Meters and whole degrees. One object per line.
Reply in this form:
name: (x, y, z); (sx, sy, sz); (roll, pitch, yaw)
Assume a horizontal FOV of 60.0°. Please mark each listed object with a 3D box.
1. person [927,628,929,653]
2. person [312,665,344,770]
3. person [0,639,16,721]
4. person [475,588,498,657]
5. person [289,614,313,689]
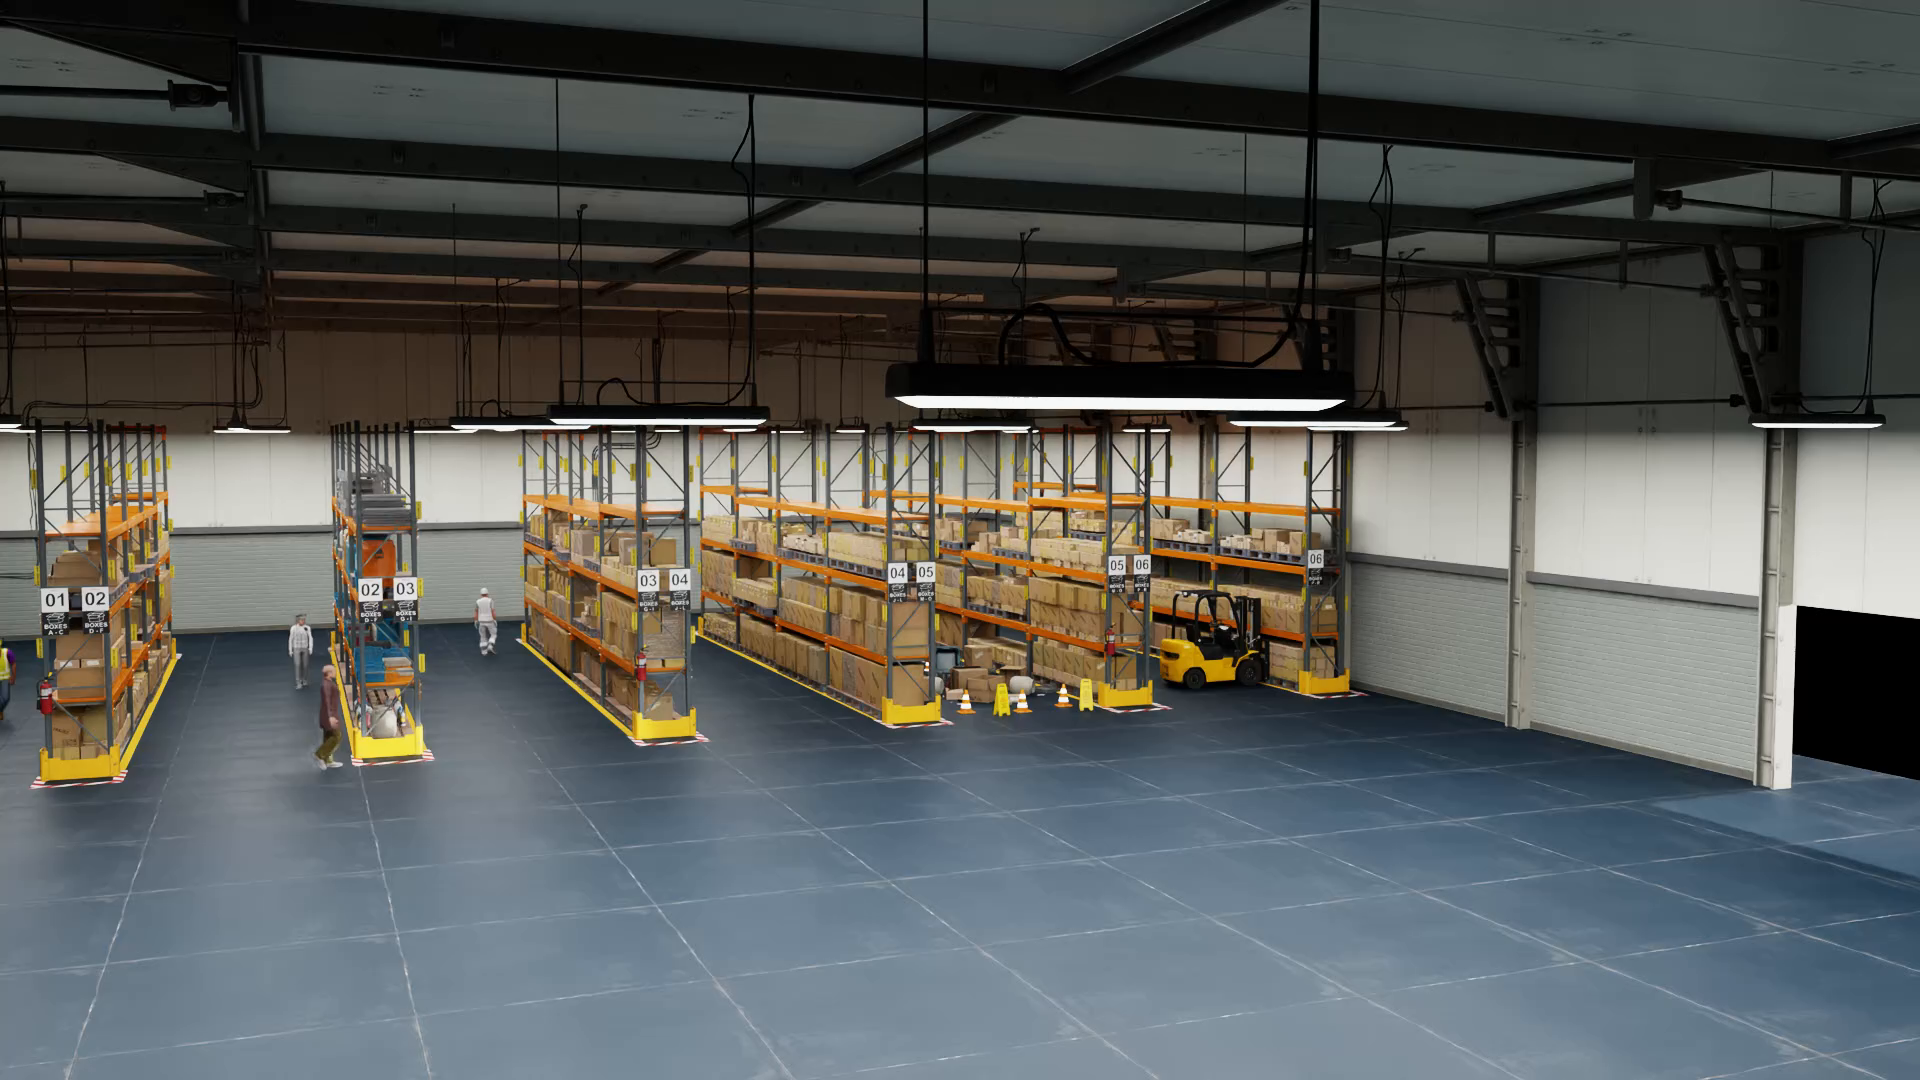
person: (-0.964, 2.306, 42.230); (0.442, 1.615, 0.632); (-3, 5, -39)
person: (-10.836, 3.031, 28.503); (0.530, 1.777, 0.611); (-1, 4, -20)
person: (-19.219, 2.785, 33.181); (0.672, 1.744, 0.623); (-2, 4, -35)
person: (-12.323, 2.138, 43.183); (0.598, 1.791, 0.491); (0, 4, 5)
person: (-15.028, 2.532, 37.994); (0.516, 1.672, 0.718); (-2, 4, -31)
